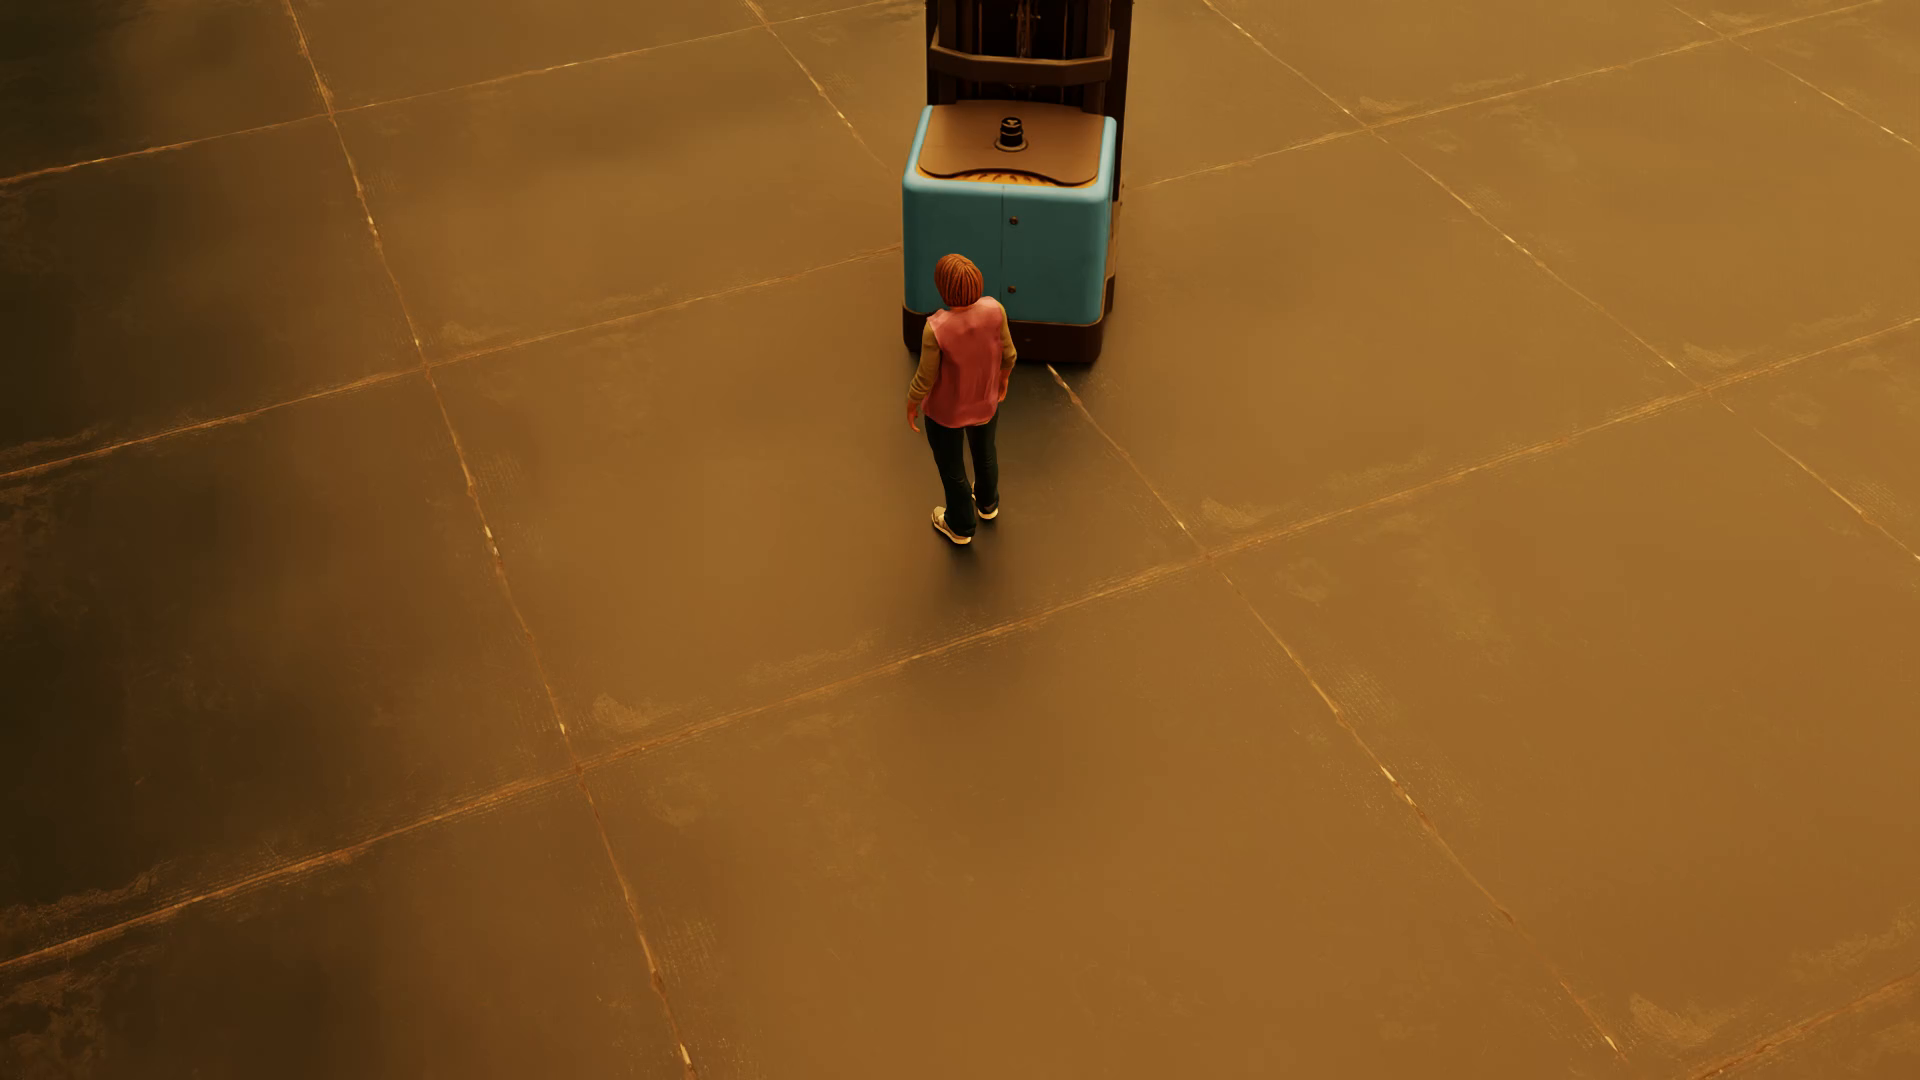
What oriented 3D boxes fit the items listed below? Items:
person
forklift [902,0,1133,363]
[{"bbox_3d":[-0.018,-0.639,7.332,0.520,1.596,0.475,-18,46,-18],"label":"person"},{"bbox_3d":[0.394,-3.006,8.901,1.130,2.935,3.031,5,43,5],"label":"forklift"}]
